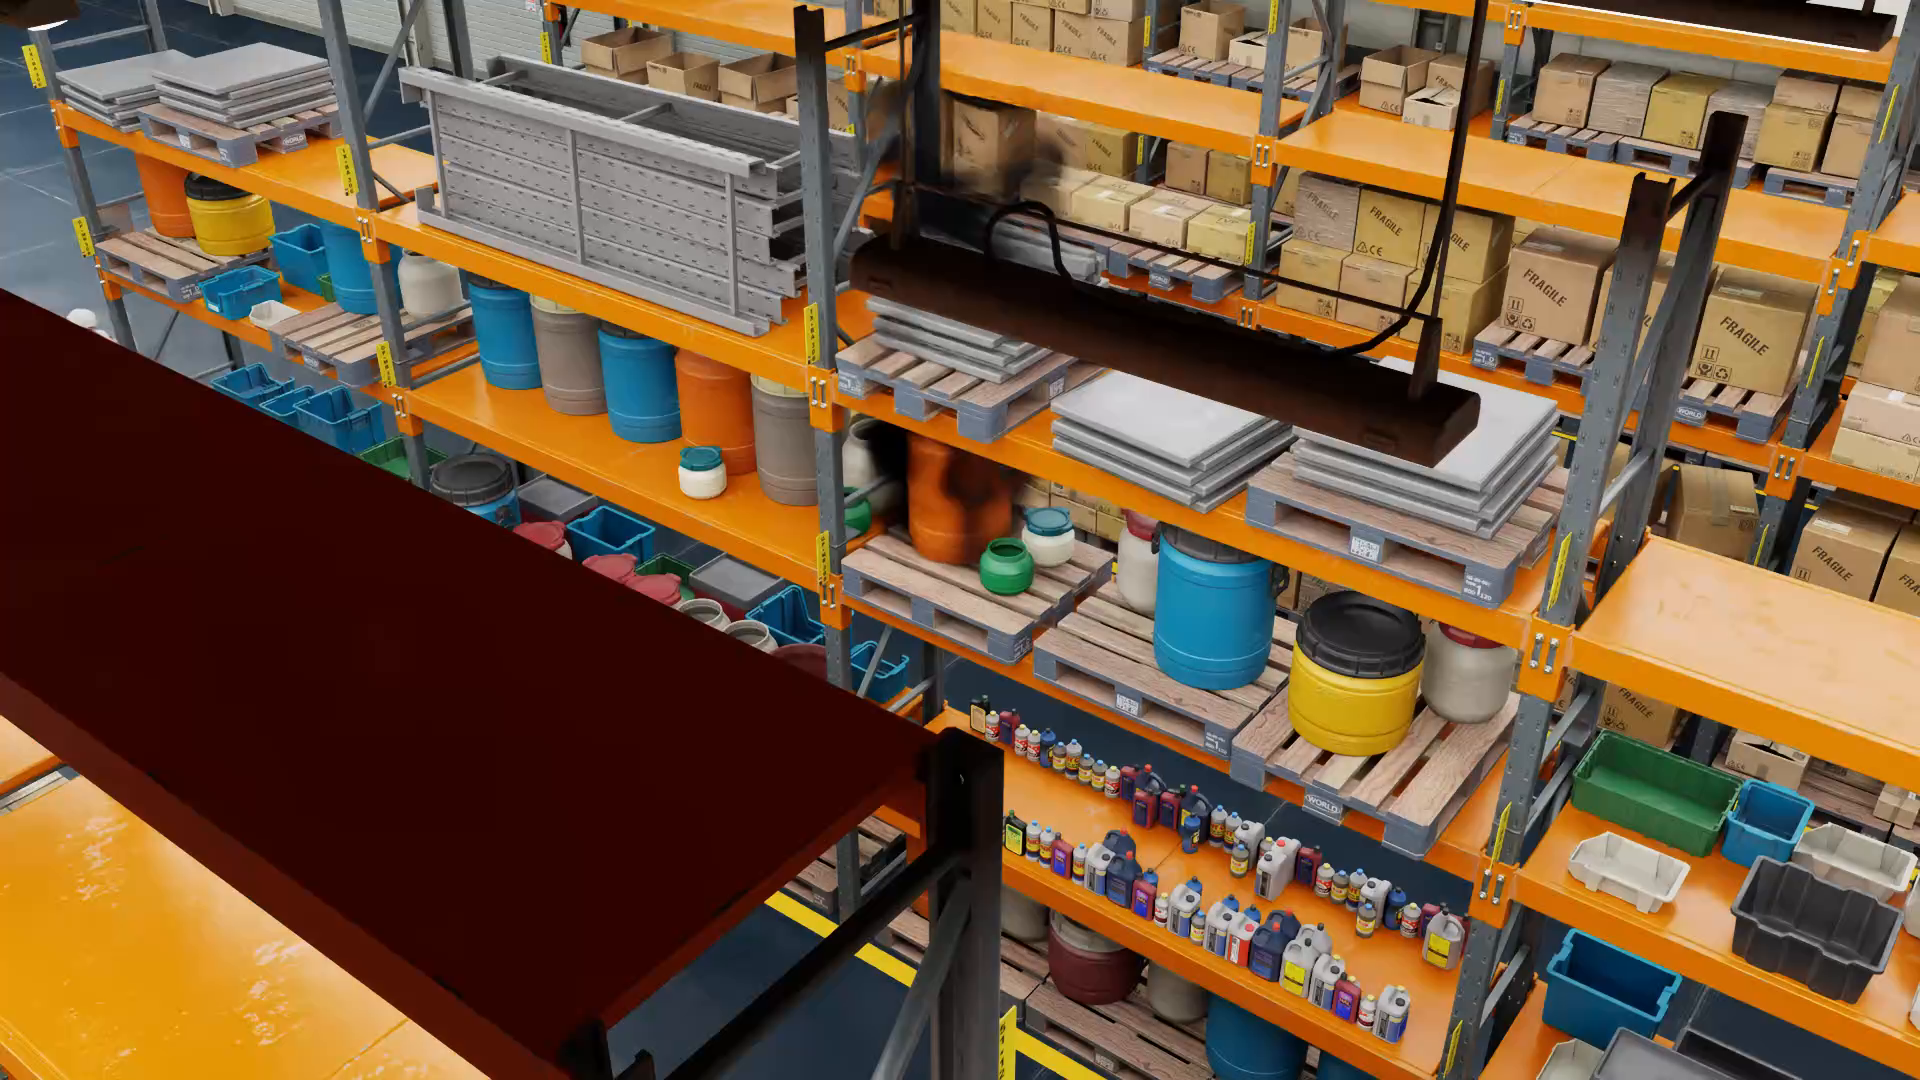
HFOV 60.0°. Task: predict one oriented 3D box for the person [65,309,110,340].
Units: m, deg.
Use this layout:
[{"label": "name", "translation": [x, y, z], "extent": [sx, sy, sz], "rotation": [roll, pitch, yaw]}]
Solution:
[{"label": "person", "translation": [-8.217, -1.380, 15.868], "extent": [0.631, 1.744, 0.732], "rotation": [-8, 32, -13]}]
